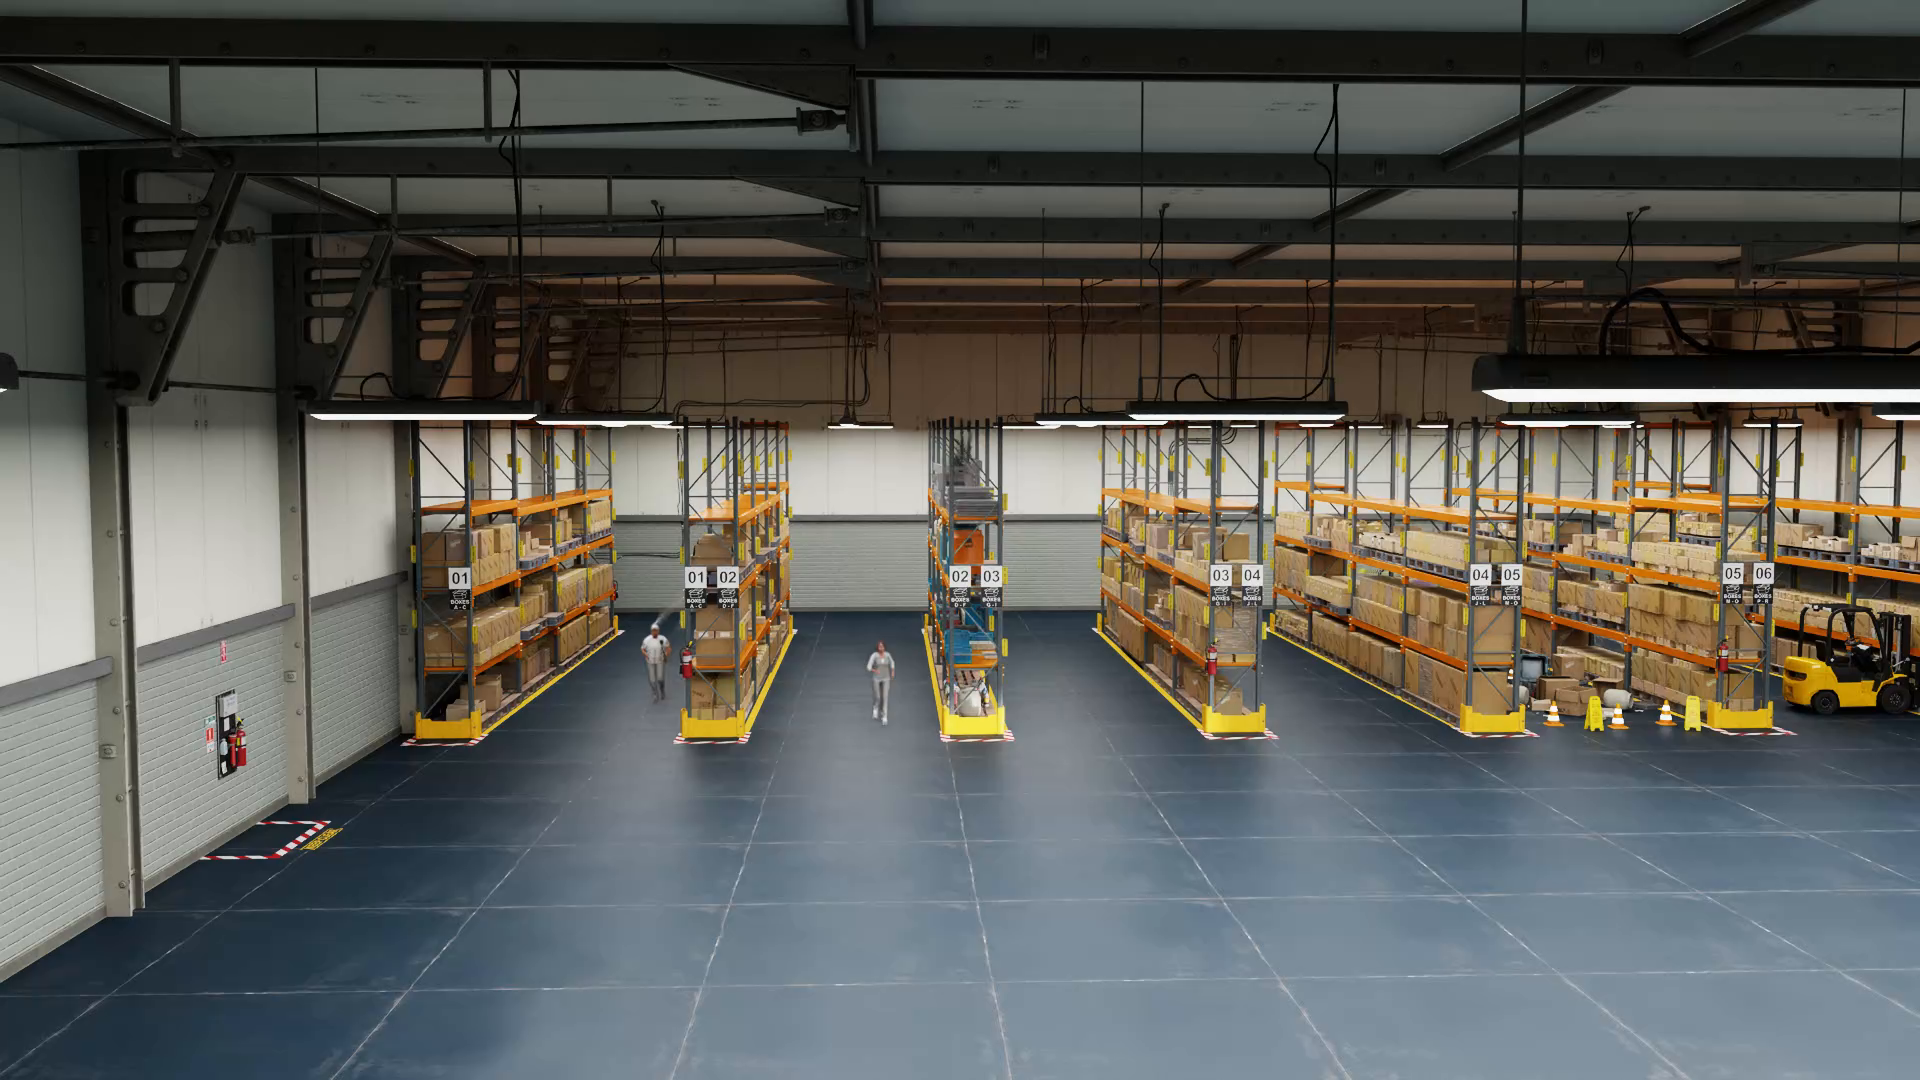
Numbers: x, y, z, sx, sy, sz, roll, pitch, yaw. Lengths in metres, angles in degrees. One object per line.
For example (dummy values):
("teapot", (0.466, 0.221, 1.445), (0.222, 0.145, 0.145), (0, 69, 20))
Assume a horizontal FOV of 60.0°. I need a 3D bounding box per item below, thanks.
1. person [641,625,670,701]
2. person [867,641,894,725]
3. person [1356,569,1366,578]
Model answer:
("person", (-6.454, 2.605, 35.214), (0.603, 1.628, 0.573), (0, 4, -4))
("person", (-1.554, 2.832, 32.750), (0.561, 1.520, 0.783), (-1, 4, -11))
("person", (12.147, 1.692, 49.181), (0.924, 1.702, 0.701), (-1, 4, -14))
